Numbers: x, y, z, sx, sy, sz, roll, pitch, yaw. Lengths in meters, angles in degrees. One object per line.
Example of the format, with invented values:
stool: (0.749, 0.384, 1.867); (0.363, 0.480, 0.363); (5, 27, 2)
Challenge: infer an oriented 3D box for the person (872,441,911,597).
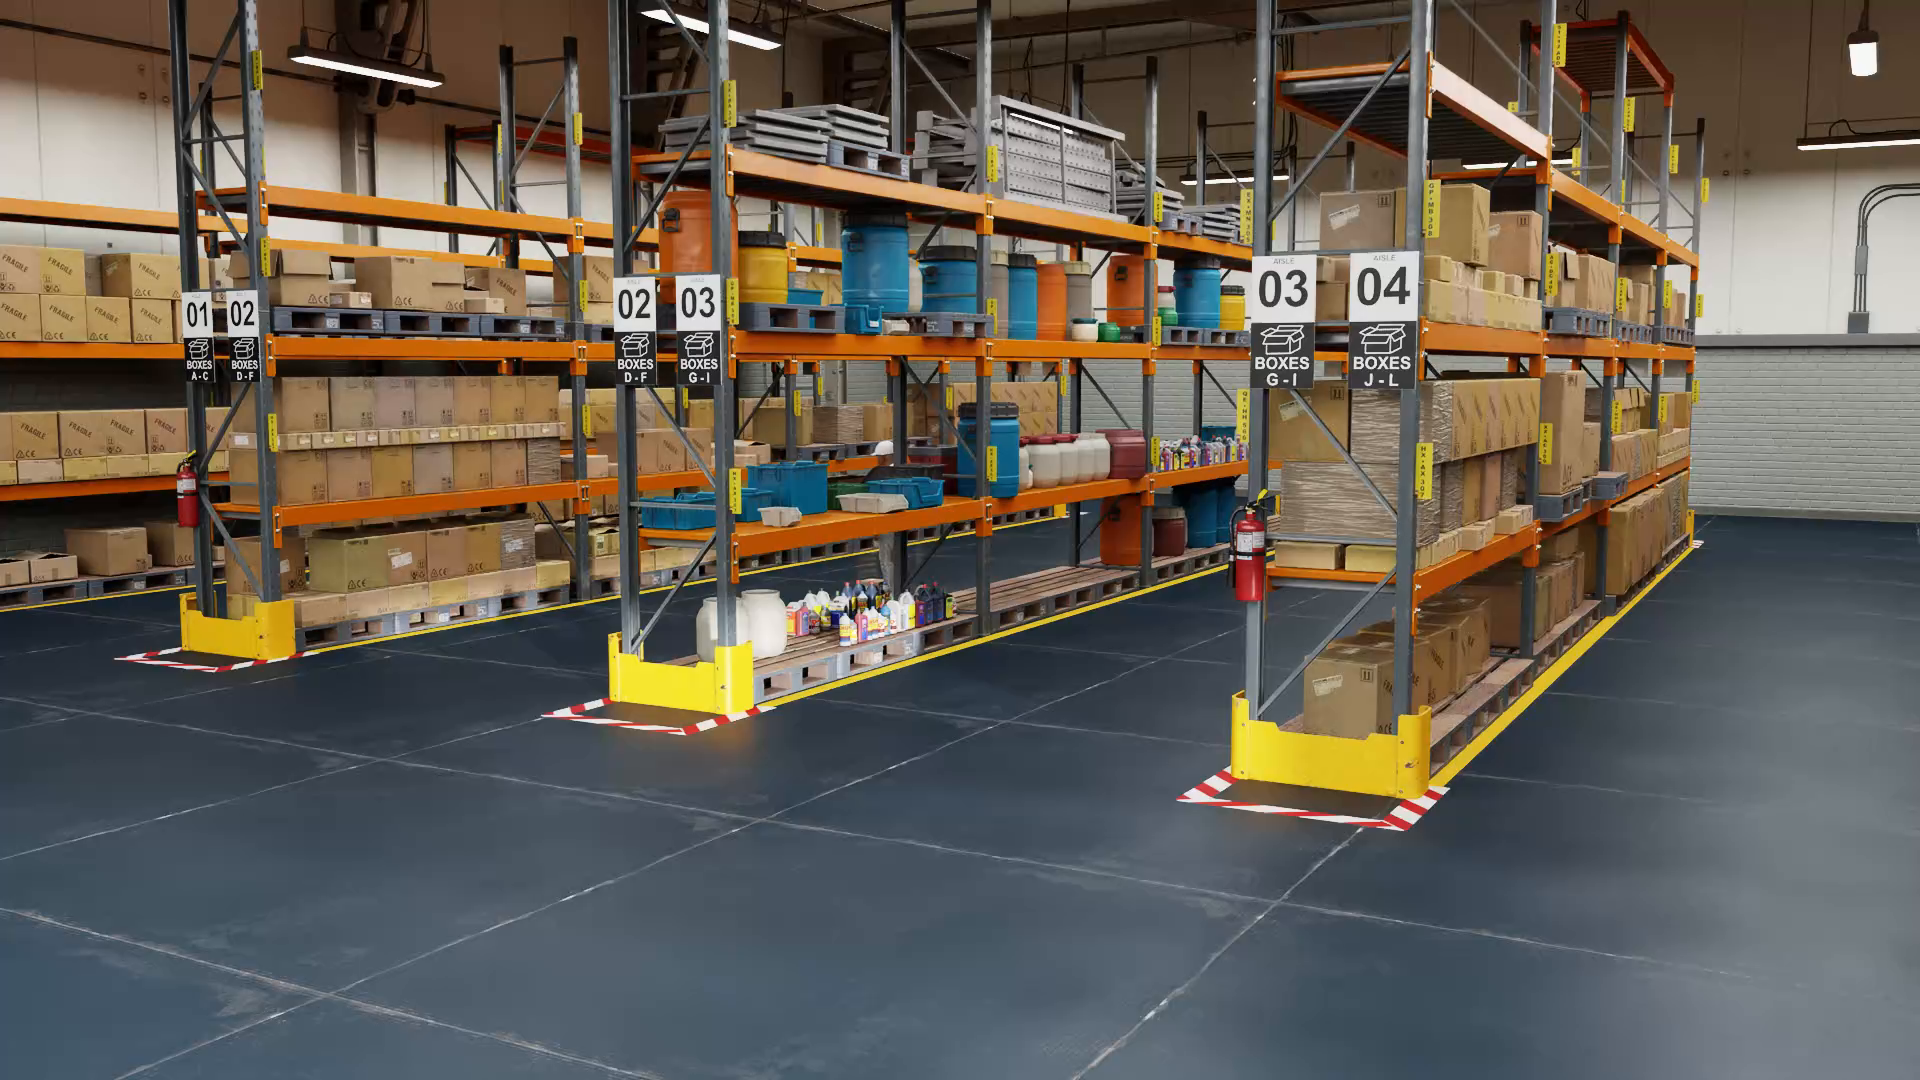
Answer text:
person: (-0.723, -0.180, 17.791); (0.456, 1.761, 0.627); (3, 7, 29)
